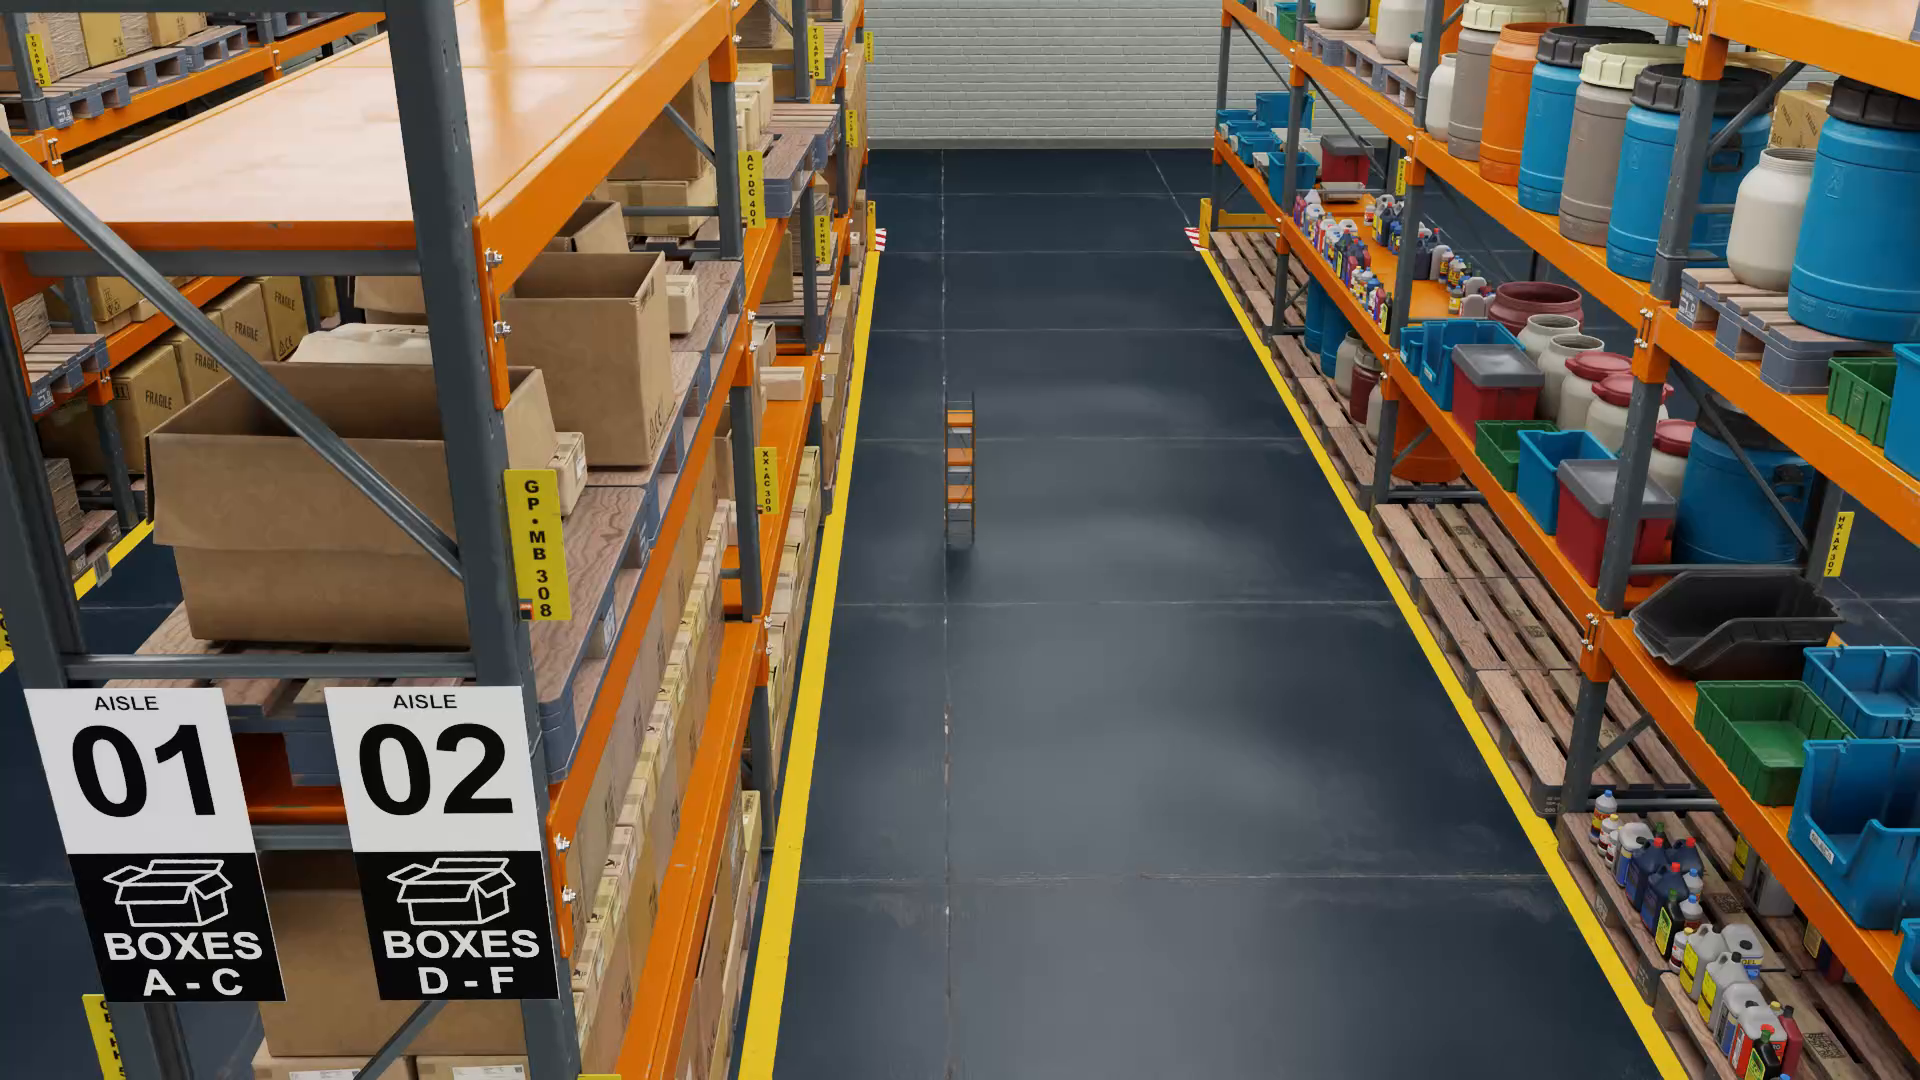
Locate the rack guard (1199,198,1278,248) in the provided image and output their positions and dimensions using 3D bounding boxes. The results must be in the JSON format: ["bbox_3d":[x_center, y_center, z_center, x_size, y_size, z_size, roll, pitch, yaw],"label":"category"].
[{"bbox_3d":[3.377,-3.671,19.260,1.175,0.500,0.348,0,24,-1],"label":"rack guard"}]

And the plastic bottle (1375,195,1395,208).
[{"bbox_3d":[3.762,-2.934,14.748,0.152,0.276,0.135,0,24,-1],"label":"plastic bottle"}]

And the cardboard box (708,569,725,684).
[{"bbox_3d":[-1.421,0.303,7.319,0.700,0.500,0.500,-1,24,-2],"label":"cardboard box"}]

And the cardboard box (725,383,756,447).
[{"bbox_3d":[-1.435,-0.620,9.359,0.500,0.500,0.500,0,24,0],"label":"cardboard box"}]

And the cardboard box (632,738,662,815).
[{"bbox_3d":[-1.193,0.779,5.478,0.380,0.149,0.250,-1,24,-1],"label":"cardboard box"}]

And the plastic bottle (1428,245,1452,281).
[{"bbox_3d":[3.781,-2.198,13.121,0.152,0.276,0.135,0,24,-1],"label":"plastic bottle"}]

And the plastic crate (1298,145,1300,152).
[{"bbox_3d":[3.618,-4.016,17.236,0.298,0.136,0.250,0,24,-1],"label":"plastic crate"}]

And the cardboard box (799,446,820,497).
[{"bbox_3d":[-1.223,-0.462,11.278,0.500,0.311,0.500,0,24,1],"label":"cardboard box"}]

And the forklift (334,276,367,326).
[{"bbox_3d":[-3.227,-1.052,10.519,1.130,2.935,3.031,-3,25,-7],"label":"forklift"}]

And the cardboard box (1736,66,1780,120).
[{"bbox_3d":[8.095,-4.612,17.219,0.500,0.500,0.500,-1,24,-2],"label":"cardboard box"}]

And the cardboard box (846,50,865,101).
[{"bbox_3d":[-1.277,-4.890,17.587,0.500,0.500,0.500,0,24,1],"label":"cardboard box"}]

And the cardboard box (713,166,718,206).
[{"bbox_3d":[-1.438,-1.804,8.132,0.500,0.250,0.500,-3,24,-6],"label":"cardboard box"}]

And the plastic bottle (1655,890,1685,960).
[{"bbox_3d":[3.077,1.663,7.196,0.061,0.283,0.133,1,24,2],"label":"plastic bottle"}]

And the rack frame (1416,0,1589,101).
[{"bbox_3d":[3.478,-4.237,10.198,1.000,3.000,0.127,0,24,-1],"label":"rack frame"}]

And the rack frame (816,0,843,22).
[{"bbox_3d":[-1.519,-5.864,13.796,1.000,3.000,0.127,0,24,-1],"label":"rack frame"}]

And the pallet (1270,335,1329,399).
[{"bbox_3d":[3.401,-1.563,14.950,1.003,0.211,1.213,0,24,-1],"label":"pallet"}]

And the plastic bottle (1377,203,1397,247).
[{"bbox_3d":[3.629,-2.675,14.084,0.144,0.351,0.185,0,24,-1],"label":"plastic bottle"}]

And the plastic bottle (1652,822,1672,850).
[{"bbox_3d":[3.224,1.448,7.671,0.061,0.283,0.133,0,24,-1],"label":"plastic bottle"}]

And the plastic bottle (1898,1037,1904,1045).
[{"bbox_3d":[3.852,1.905,6.675,0.097,0.271,0.097,0,24,0],"label":"plastic bottle"}]

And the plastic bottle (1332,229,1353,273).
[{"bbox_3d":[3.071,-2.314,13.285,0.144,0.351,0.185,0,24,-1],"label":"plastic bottle"}]

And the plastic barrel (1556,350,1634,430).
[{"bbox_3d":[3.717,-0.793,9.698,0.433,0.535,0.433,0,24,0],"label":"plastic barrel"}]

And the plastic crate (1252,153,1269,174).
[{"bbox_3d":[3.114,-3.775,16.704,0.293,0.136,0.466,0,24,-1],"label":"plastic crate"}]

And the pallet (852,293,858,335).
[{"bbox_3d":[-1.526,-2.143,16.233,1.003,0.211,1.213,0,24,-1],"label":"pallet"}]

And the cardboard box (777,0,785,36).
[{"bbox_3d":[-1.479,-3.740,11.406,0.500,0.500,0.500,0,24,-1],"label":"cardboard box"}]

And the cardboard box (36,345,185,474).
[{"bbox_3d":[-6.306,-0.974,12.363,0.750,0.750,0.750,-1,24,-1],"label":"cardboard box"}]

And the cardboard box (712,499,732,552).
[{"bbox_3d":[-1.215,-0.064,7.344,0.380,0.149,0.250,0,24,-1],"label":"cardboard box"}]

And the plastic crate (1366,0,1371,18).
[{"bbox_3d":[3.695,-4.972,15.622,0.497,0.269,0.590,0,24,-1],"label":"plastic crate"}]

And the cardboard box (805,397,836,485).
[{"bbox_3d":[-1.195,-0.733,12.230,0.500,0.500,0.500,1,24,2],"label":"cardboard box"}]

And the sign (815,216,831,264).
[{"bbox_3d":[-0.920,-2.014,11.158,0.100,0.325,0.005,0,24,-1],"label":"sign"}]

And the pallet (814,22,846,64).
[{"bbox_3d":[-1.582,-4.143,13.858,1.213,0.211,1.003,0,24,-1],"label":"pallet"}]

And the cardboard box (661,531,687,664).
[{"bbox_3d":[-1.409,0.126,6.135,0.700,0.500,0.500,0,24,-1],"label":"cardboard box"}]

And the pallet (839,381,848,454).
[{"bbox_3d":[-1.456,-1.021,13.752,1.003,0.211,1.213,0,24,-1],"label":"pallet"}]

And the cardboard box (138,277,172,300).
[{"bbox_3d":[-6.175,-2.066,12.172,0.500,0.500,0.500,1,24,1],"label":"cardboard box"}]

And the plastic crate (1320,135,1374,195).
[{"bbox_3d":[3.675,-3.577,15.869,0.402,0.464,0.583,0,24,-1],"label":"plastic crate"}]

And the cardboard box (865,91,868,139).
[{"bbox_3d":[-1.286,-4.641,18.251,0.500,0.500,0.500,0,24,1],"label":"cardboard box"}]

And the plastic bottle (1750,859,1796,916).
[{"bbox_3d":[3.671,1.540,7.477,0.152,0.276,0.135,0,24,-1],"label":"plastic bottle"}]

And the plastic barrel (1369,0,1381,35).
[{"bbox_3d":[3.647,-4.420,13.505,0.600,0.588,0.600,0,24,0],"label":"plastic barrel"}]

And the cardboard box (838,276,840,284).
[{"bbox_3d":[-1.327,-2.571,16.698,0.380,0.166,0.250,0,24,-1],"label":"cardboard box"}]

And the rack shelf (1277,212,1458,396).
[{"bbox_3d":[3.456,-2.000,13.404,1.077,0.370,4.000,0,24,-1],"label":"rack shelf"}]

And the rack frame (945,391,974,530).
[{"bbox_3d":[-0.002,-0.551,11.694,0.200,1.050,0.008,0,24,-1],"label":"rack frame"}]

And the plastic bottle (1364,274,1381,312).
[{"bbox_3d":[3.059,-1.832,12.318,0.097,0.271,0.097,0,24,0],"label":"plastic bottle"}]

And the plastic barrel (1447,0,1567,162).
[{"bbox_3d":[3.270,-2.759,9.962,0.600,0.901,0.600,0,24,0],"label":"plastic barrel"}]

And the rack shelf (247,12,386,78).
[{"bbox_3d":[-6.494,-4.970,16.332,1.077,0.370,4.000,0,24,-1],"label":"rack shelf"}]

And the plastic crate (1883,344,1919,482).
[{"bbox_3d":[3.243,-0.351,5.265,0.392,0.384,0.575,0,24,-1],"label":"plastic crate"}]

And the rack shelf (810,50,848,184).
[{"bbox_3d":[-1.497,-3.346,12.740,1.077,0.370,4.000,0,24,-1],"label":"rack shelf"}]

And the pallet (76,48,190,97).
[{"bbox_3d":[-6.504,-3.465,12.361,1.003,0.211,1.213,1,24,2],"label":"pallet"}]

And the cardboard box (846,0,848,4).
[{"bbox_3d":[-1.283,-5.065,15.243,0.500,0.250,0.500,0,24,-1],"label":"cardboard box"}]

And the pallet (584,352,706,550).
[{"bbox_3d":[-1.386,-0.308,5.258,1.003,0.211,1.213,0,24,-1],"label":"pallet"}]

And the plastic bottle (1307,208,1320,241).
[{"bbox_3d":[3.036,-2.702,14.240,0.097,0.271,0.097,0,24,0],"label":"plastic bottle"}]

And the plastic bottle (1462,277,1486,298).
[{"bbox_3d":[3.791,-1.817,12.278,0.152,0.276,0.135,0,24,-1],"label":"plastic bottle"}]

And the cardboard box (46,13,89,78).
[{"bbox_3d":[-6.550,-3.489,11.530,0.700,0.500,0.500,-2,24,-3],"label":"cardboard box"}]

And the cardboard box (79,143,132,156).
[{"bbox_3d":[-6.705,-3.026,13.384,0.500,0.250,0.500,-1,24,-2],"label":"cardboard box"}]

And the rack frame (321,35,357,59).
[{"bbox_3d":[-6.516,-4.755,18.624,1.000,3.000,0.127,0,24,-1],"label":"rack frame"}]

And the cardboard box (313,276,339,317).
[{"bbox_3d":[-6.378,-2.468,16.091,0.700,0.500,0.500,0,24,0],"label":"cardboard box"}]

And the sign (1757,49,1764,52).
[{"bbox_3d":[8.886,-5.454,18.477,0.100,0.325,0.005,0,24,-1],"label":"sign"}]

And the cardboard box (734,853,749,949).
[{"bbox_3d":[-1.213,1.623,7.348,0.500,0.250,0.500,0,24,-1],"label":"cardboard box"}]

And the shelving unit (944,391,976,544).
[{"bbox_3d":[-0.001,-0.500,11.582,0.215,1.050,0.252,0,24,-1],"label":"shelving unit"}]

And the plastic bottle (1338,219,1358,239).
[{"bbox_3d":[3.220,-2.522,13.836,0.152,0.276,0.135,0,24,-1],"label":"plastic bottle"}]
